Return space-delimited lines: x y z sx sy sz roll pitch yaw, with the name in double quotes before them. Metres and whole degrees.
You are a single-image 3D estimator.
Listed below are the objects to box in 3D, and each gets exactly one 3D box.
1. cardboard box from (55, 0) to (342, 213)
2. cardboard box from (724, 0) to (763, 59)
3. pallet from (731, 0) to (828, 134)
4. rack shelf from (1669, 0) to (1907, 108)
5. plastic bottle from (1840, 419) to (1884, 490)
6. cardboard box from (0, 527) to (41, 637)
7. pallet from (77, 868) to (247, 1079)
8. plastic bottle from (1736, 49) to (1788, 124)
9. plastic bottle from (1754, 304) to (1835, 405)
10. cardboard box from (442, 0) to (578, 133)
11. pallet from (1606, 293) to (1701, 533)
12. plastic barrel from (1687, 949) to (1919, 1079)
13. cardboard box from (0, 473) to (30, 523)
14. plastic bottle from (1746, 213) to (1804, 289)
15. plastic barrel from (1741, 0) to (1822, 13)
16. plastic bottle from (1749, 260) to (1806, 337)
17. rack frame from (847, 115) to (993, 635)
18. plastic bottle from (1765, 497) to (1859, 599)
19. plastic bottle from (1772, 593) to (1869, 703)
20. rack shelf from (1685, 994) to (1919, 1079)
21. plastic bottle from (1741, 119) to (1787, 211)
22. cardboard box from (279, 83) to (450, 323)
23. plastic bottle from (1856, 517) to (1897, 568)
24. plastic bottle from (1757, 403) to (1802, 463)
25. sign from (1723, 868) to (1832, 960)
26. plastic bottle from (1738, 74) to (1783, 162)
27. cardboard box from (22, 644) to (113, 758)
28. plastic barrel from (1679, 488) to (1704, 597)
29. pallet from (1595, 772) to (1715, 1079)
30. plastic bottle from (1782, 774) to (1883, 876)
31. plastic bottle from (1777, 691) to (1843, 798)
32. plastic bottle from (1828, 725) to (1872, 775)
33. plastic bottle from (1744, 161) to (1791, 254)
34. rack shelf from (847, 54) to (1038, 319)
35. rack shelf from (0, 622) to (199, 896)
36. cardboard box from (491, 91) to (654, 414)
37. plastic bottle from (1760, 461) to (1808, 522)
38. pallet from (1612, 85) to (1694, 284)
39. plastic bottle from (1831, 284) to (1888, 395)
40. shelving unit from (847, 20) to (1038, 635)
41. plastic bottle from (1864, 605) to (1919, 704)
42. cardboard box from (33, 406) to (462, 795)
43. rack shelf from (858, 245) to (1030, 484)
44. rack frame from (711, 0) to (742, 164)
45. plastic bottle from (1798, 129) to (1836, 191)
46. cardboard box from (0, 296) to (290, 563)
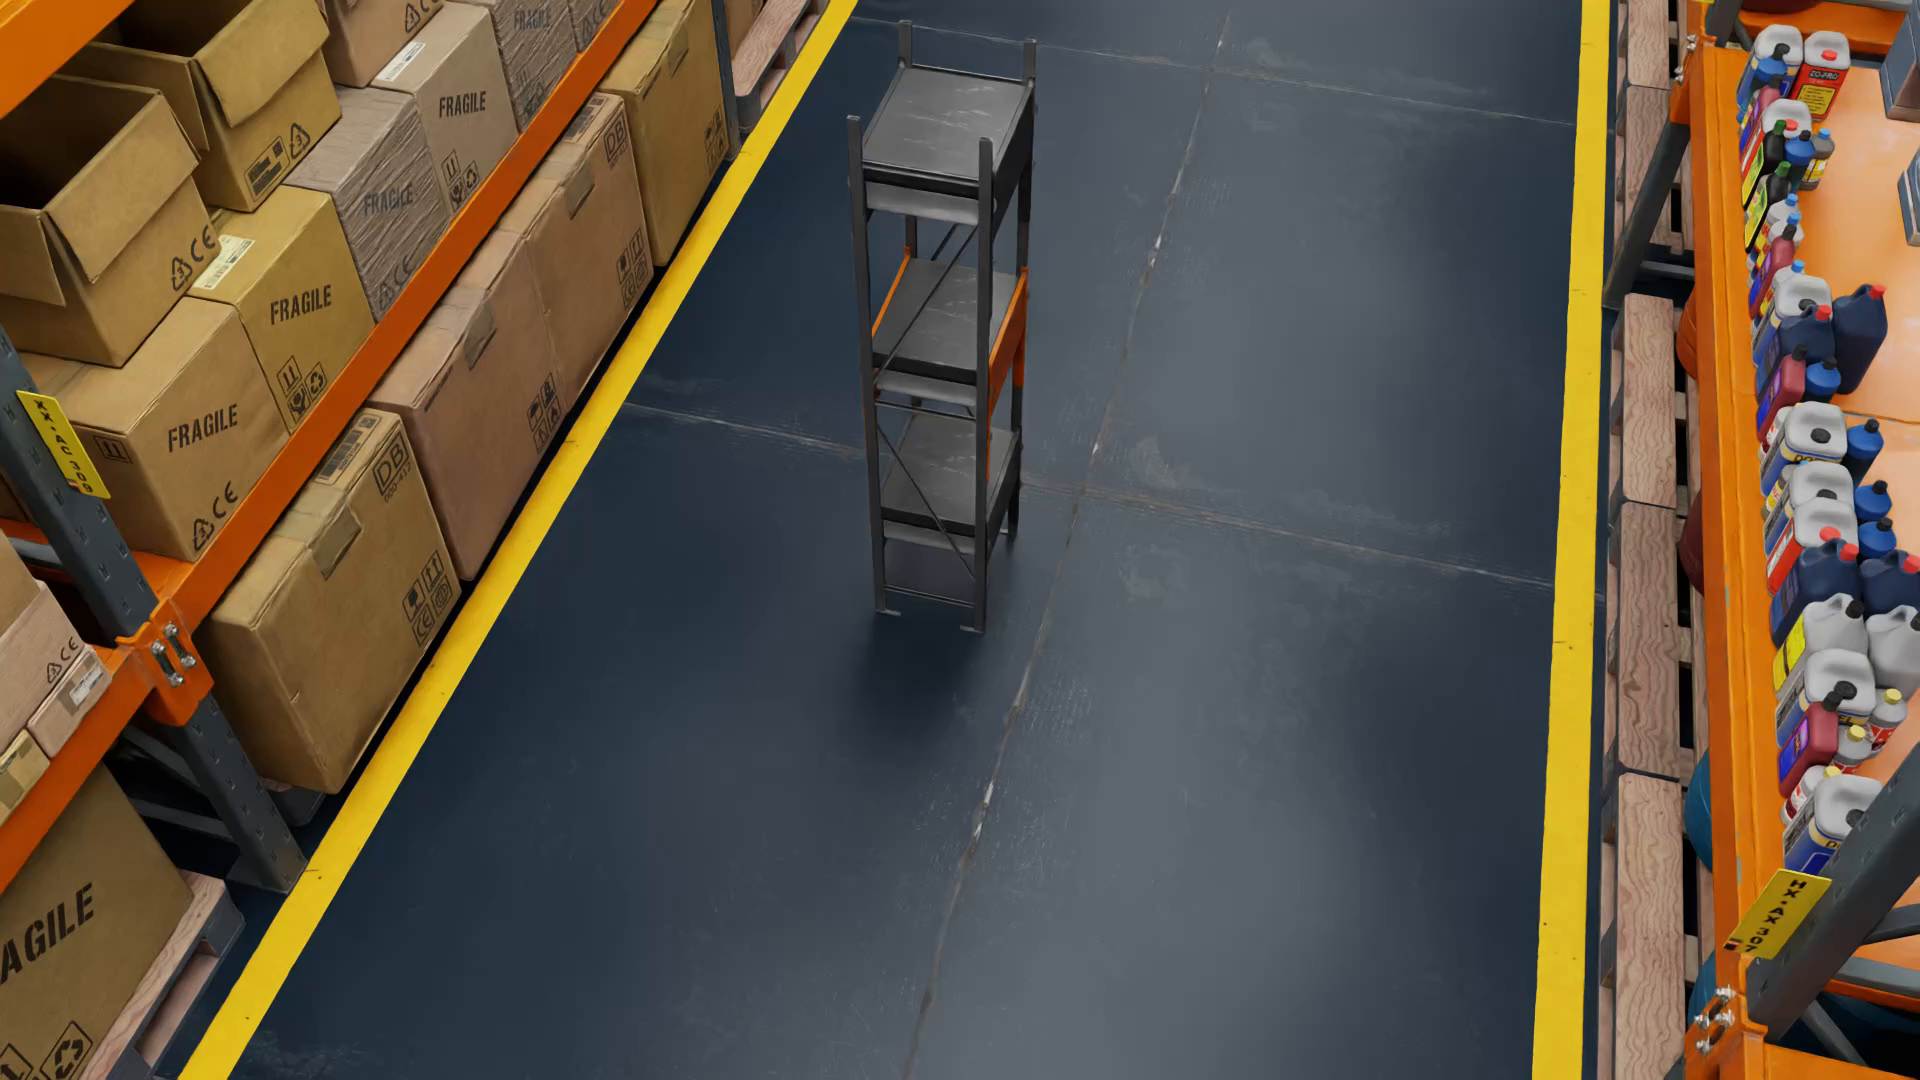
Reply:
"cardboard box" -2.234 -1.333 4.690 0.797 0.503 0.637 12 50 10
"cardboard box" -1.376 -2.711 8.016 0.700 0.500 0.500 9 49 8
"pallet" -1.326 -2.546 8.356 1.003 0.211 1.213 12 50 10
"rack shelf" 3.771 -3.135 7.496 1.077 0.370 4.000 12 50 10
"plastic bottle" 2.435 -0.222 4.532 0.097 0.271 0.097 0 49 0
"cardboard box" -2.449 0.078 3.582 0.500 0.500 0.500 13 50 11
"pallet" -2.862 1.447 4.832 1.003 0.211 1.213 12 50 10
"plastic bottle" 2.762 -1.556 5.709 0.097 0.271 0.097 0 49 0
"plastic bottle" 2.408 -0.543 4.762 0.144 0.351 0.185 12 50 10
"cardboard box" -1.695 -1.795 5.767 0.500 0.500 0.500 10 49 9
"pallet" 3.078 -0.425 6.485 1.003 0.211 1.213 12 50 10
"plastic barrel" 2.352 1.132 4.370 0.600 0.901 0.708 12 50 10
"cardboard box" -2.727 -0.436 4.567 0.500 0.500 0.500 12 50 10
"plastic bottle" 2.519 -0.888 5.119 0.097 0.271 0.097 0 49 0
"plastic barrel" 3.075 -2.367 6.248 0.600 0.536 0.708 12 50 10
"plastic bottle" 2.458 -0.721 4.971 0.097 0.271 0.097 0 49 0
"rack frame" -0.108 -0.399 5.201 0.400 2.100 0.015 12 50 10
"plastic bottle" 2.213 0.030 4.306 0.152 0.276 0.135 12 50 10
"plastic bottle" 2.118 0.254 4.058 0.144 0.351 0.185 12 50 10
"rack shelf" 1.666 2.651 2.389 1.077 0.370 4.000 12 50 10
"plastic bottle" 2.618 -1.216 5.400 0.061 0.283 0.133 12 50 10
"cardboard box" -1.960 -1.053 5.112 0.500 0.500 0.500 11 49 9
"plastic bottle" 2.338 0.043 4.298 0.097 0.271 0.097 0 49 0
"plastic bottle" 2.313 -0.300 4.646 0.097 0.201 0.097 0 49 0
"sign" 1.662 0.765 3.389 0.100 0.325 0.005 12 50 10
"plastic bottle" 2.689 -1.410 5.572 0.061 0.283 0.133 12 50 10
"cardboard box" -2.350 0.358 4.101 0.380 0.149 0.250 12 50 10
"plastic barrel" 2.835 -0.093 5.660 0.600 0.588 0.708 12 50 10
"pallet" 2.435 1.340 4.927 1.003 0.211 1.213 12 50 10
"plastic bottle" 1.984 0.659 3.750 0.152 0.276 0.135 12 50 10
"plastic bottle" 2.001 0.480 3.903 0.061 0.283 0.133 12 50 10
"plastic bottle" 2.082 0.510 3.932 0.097 0.201 0.097 0 49 0
"plastic bottle" 2.557 -1.049 5.253 0.061 0.283 0.133 12 50 10
"rack shelf" -0.044 -1.029 4.842 0.431 0.518 0.480 12 50 10
"rack shelf" -3.113 1.674 3.252 1.077 0.370 4.000 12 50 10
"cardboard box" -1.977 -1.201 6.447 1.225 0.875 0.875 12 50 10
"plastic bottle" 2.252 -0.132 4.498 0.097 0.201 0.097 0 49 0
"pallet" 3.486 -1.556 7.483 1.003 0.211 1.213 12 50 10
"plastic bottle" 2.590 -0.610 4.821 0.144 0.351 0.185 12 50 10
"shelving unit" -0.044 -0.575 5.357 0.431 2.100 0.503 12 50 10
"plastic bottle" 2.257 0.282 4.033 0.144 0.351 0.185 12 50 10
"cardboard box" -2.437 0.087 5.310 1.225 0.875 0.875 12 50 10
"rack shelf" -0.044 -0.566 5.367 0.431 0.518 0.480 12 50 10
"rack frame" -1.533 -2.904 6.812 1.000 3.000 0.127 12 50 10
"plastic bottle" 2.823 -1.266 5.499 0.097 0.201 0.097 0 49 0
"cardboard box" -2.224 -0.327 4.471 0.500 0.500 0.500 12 50 10
